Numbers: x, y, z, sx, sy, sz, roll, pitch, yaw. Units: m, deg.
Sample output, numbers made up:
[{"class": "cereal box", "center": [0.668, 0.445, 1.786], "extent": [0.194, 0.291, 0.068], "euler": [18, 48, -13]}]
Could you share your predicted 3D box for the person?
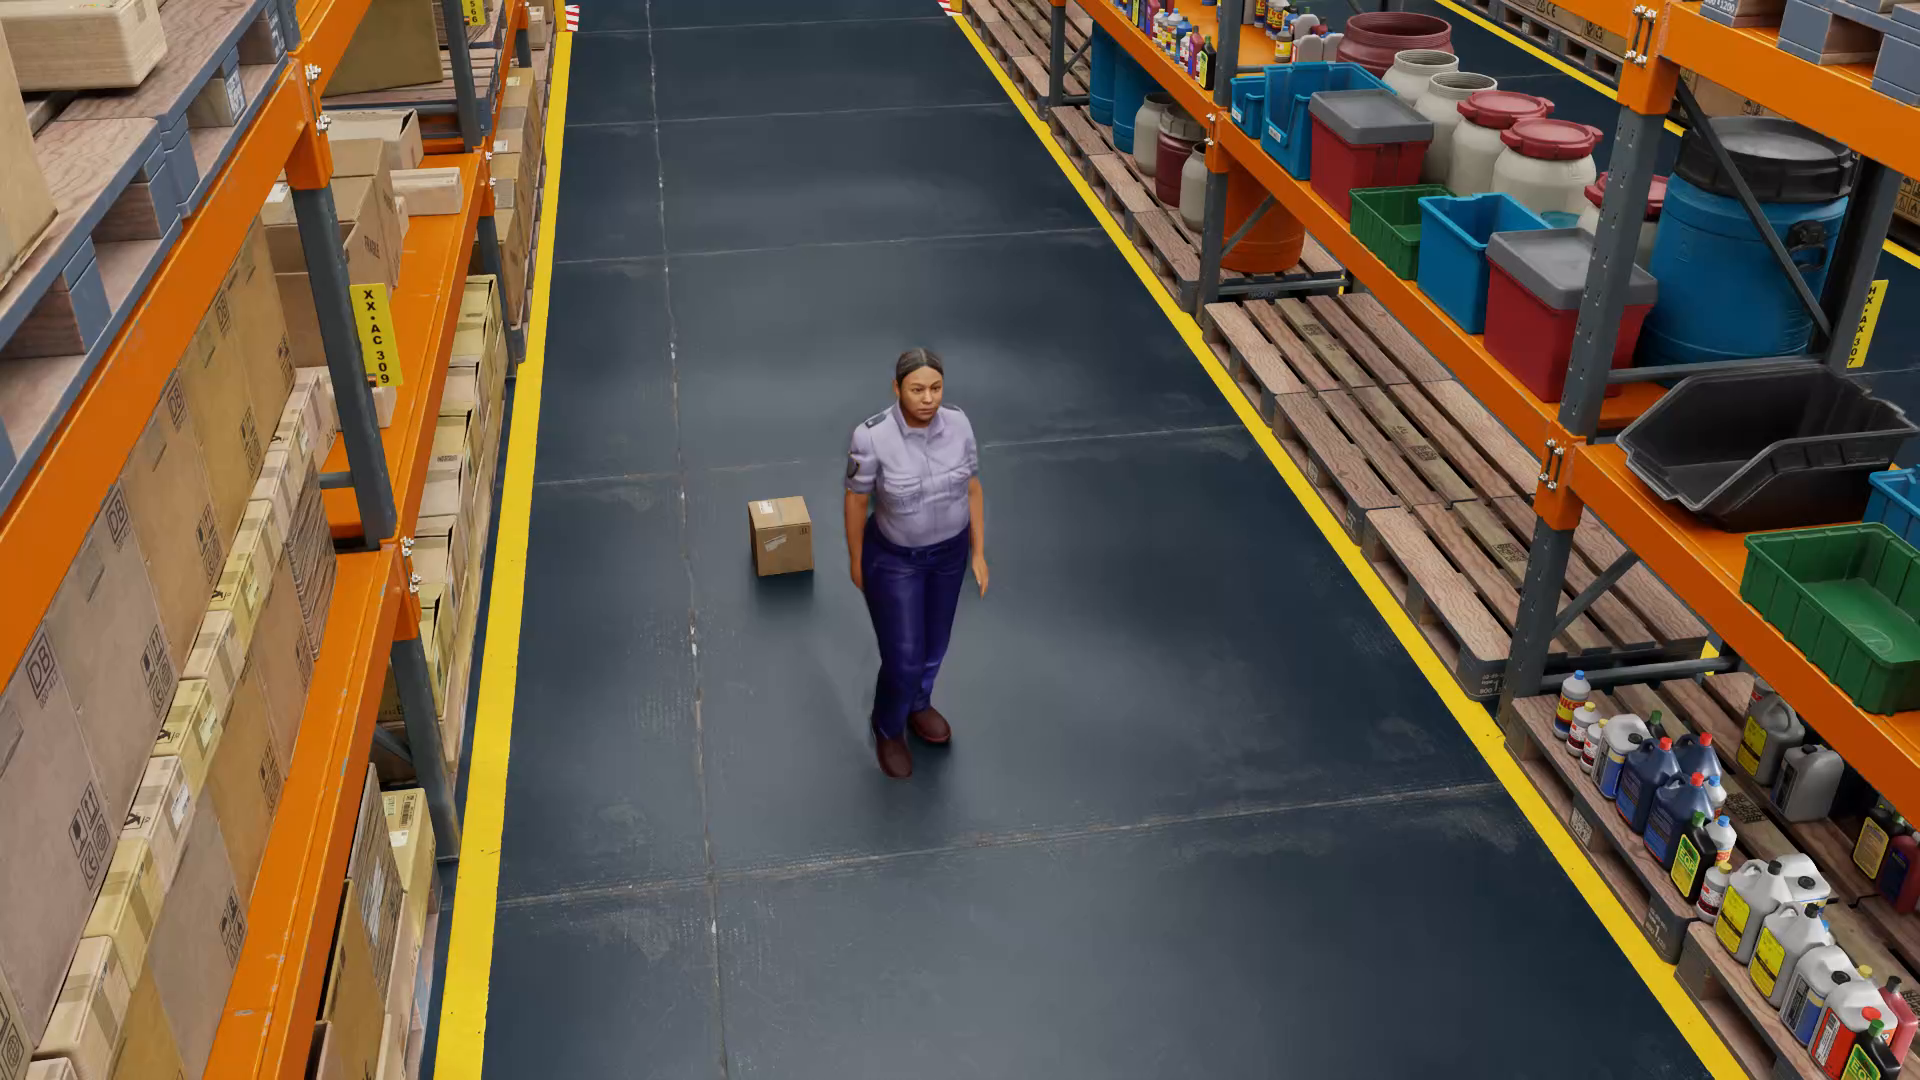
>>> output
[{"class": "person", "center": [-0.141, 0.098, 5.989], "extent": [0.487, 1.696, 0.484], "euler": [-17, 35, -25]}]
